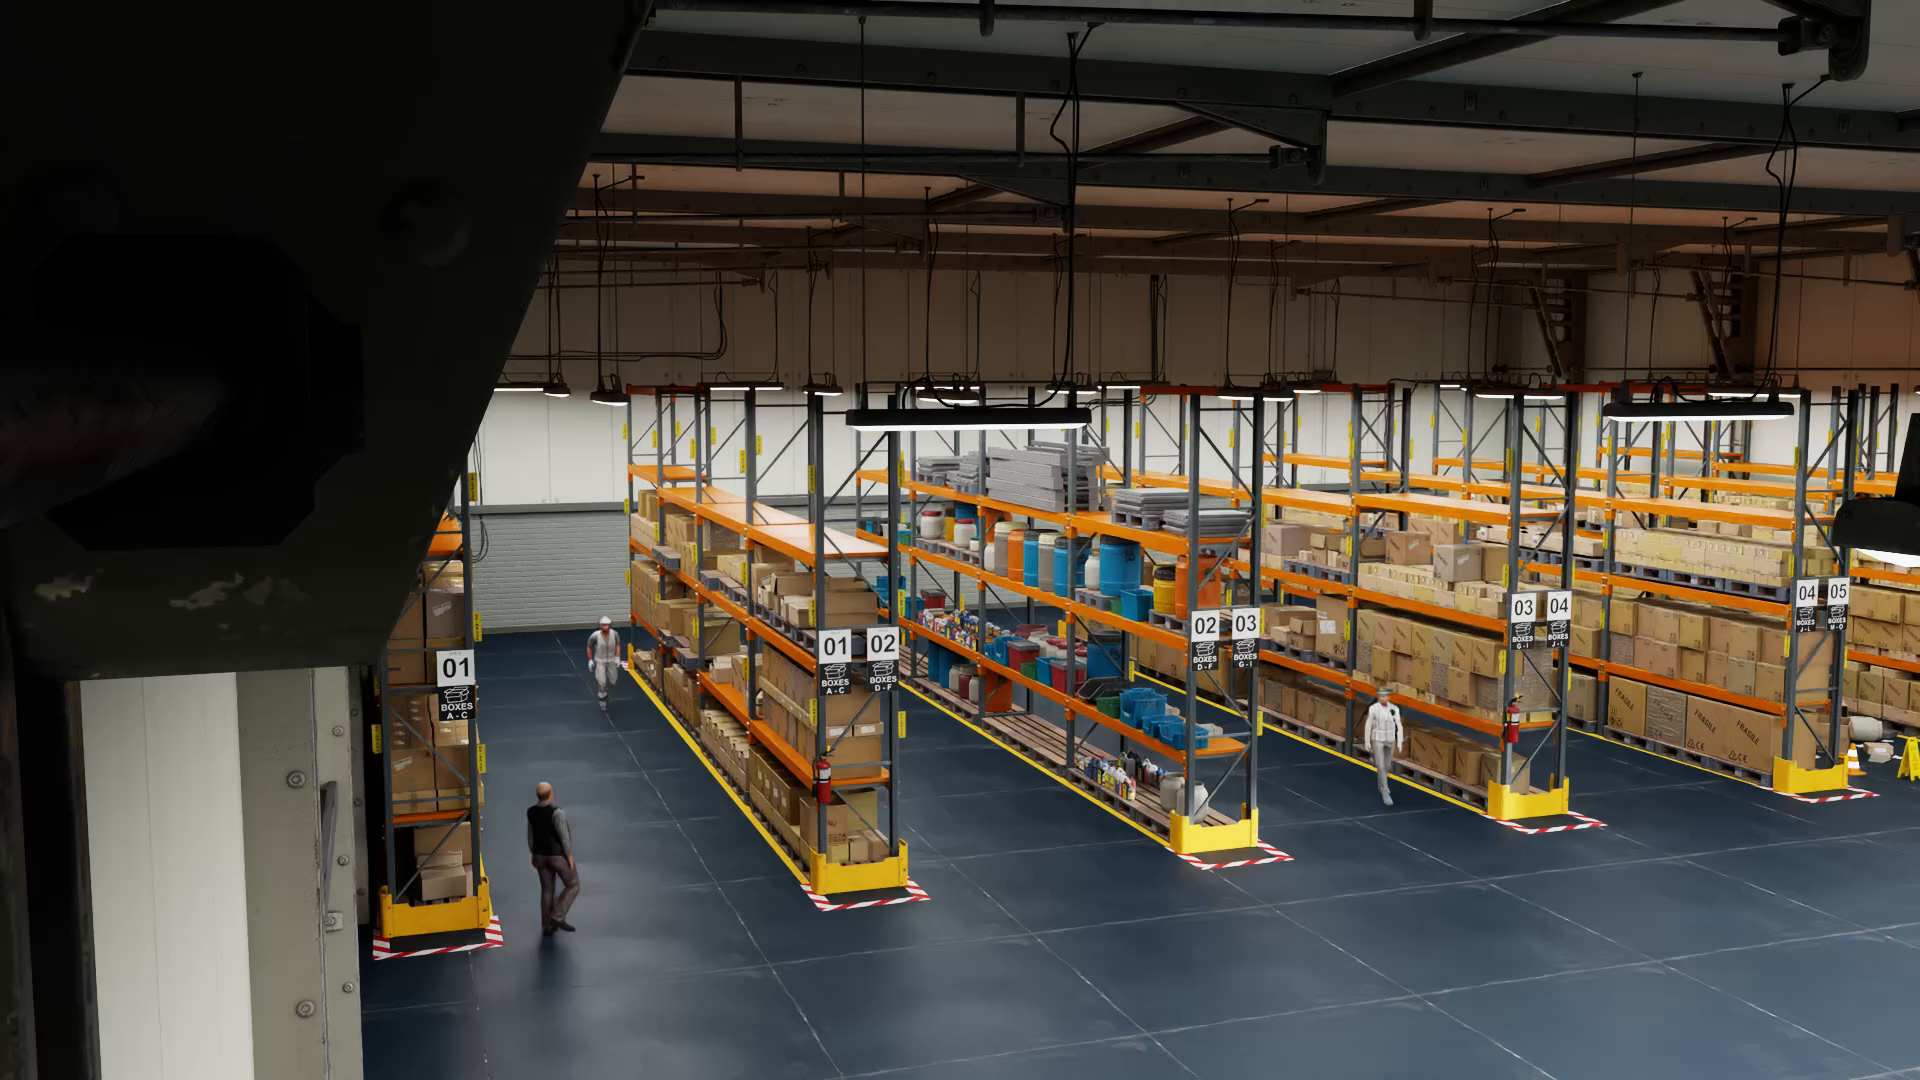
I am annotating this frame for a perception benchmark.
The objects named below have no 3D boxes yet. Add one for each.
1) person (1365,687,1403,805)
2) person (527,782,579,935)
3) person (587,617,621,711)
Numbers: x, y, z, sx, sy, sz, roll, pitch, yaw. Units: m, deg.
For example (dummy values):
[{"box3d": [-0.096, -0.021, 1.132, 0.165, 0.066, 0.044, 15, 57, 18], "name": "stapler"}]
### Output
[{"box3d": [6.250, 2.980, 24.436, 0.521, 1.661, 0.820, 0, 6, -1], "name": "person"}, {"box3d": [-4.569, 3.564, 18.609, 0.700, 1.703, 0.493, 3, 6, 24], "name": "person"}, {"box3d": [-6.645, 2.272, 30.961, 0.622, 1.758, 0.689, -3, 7, -28], "name": "person"}]
